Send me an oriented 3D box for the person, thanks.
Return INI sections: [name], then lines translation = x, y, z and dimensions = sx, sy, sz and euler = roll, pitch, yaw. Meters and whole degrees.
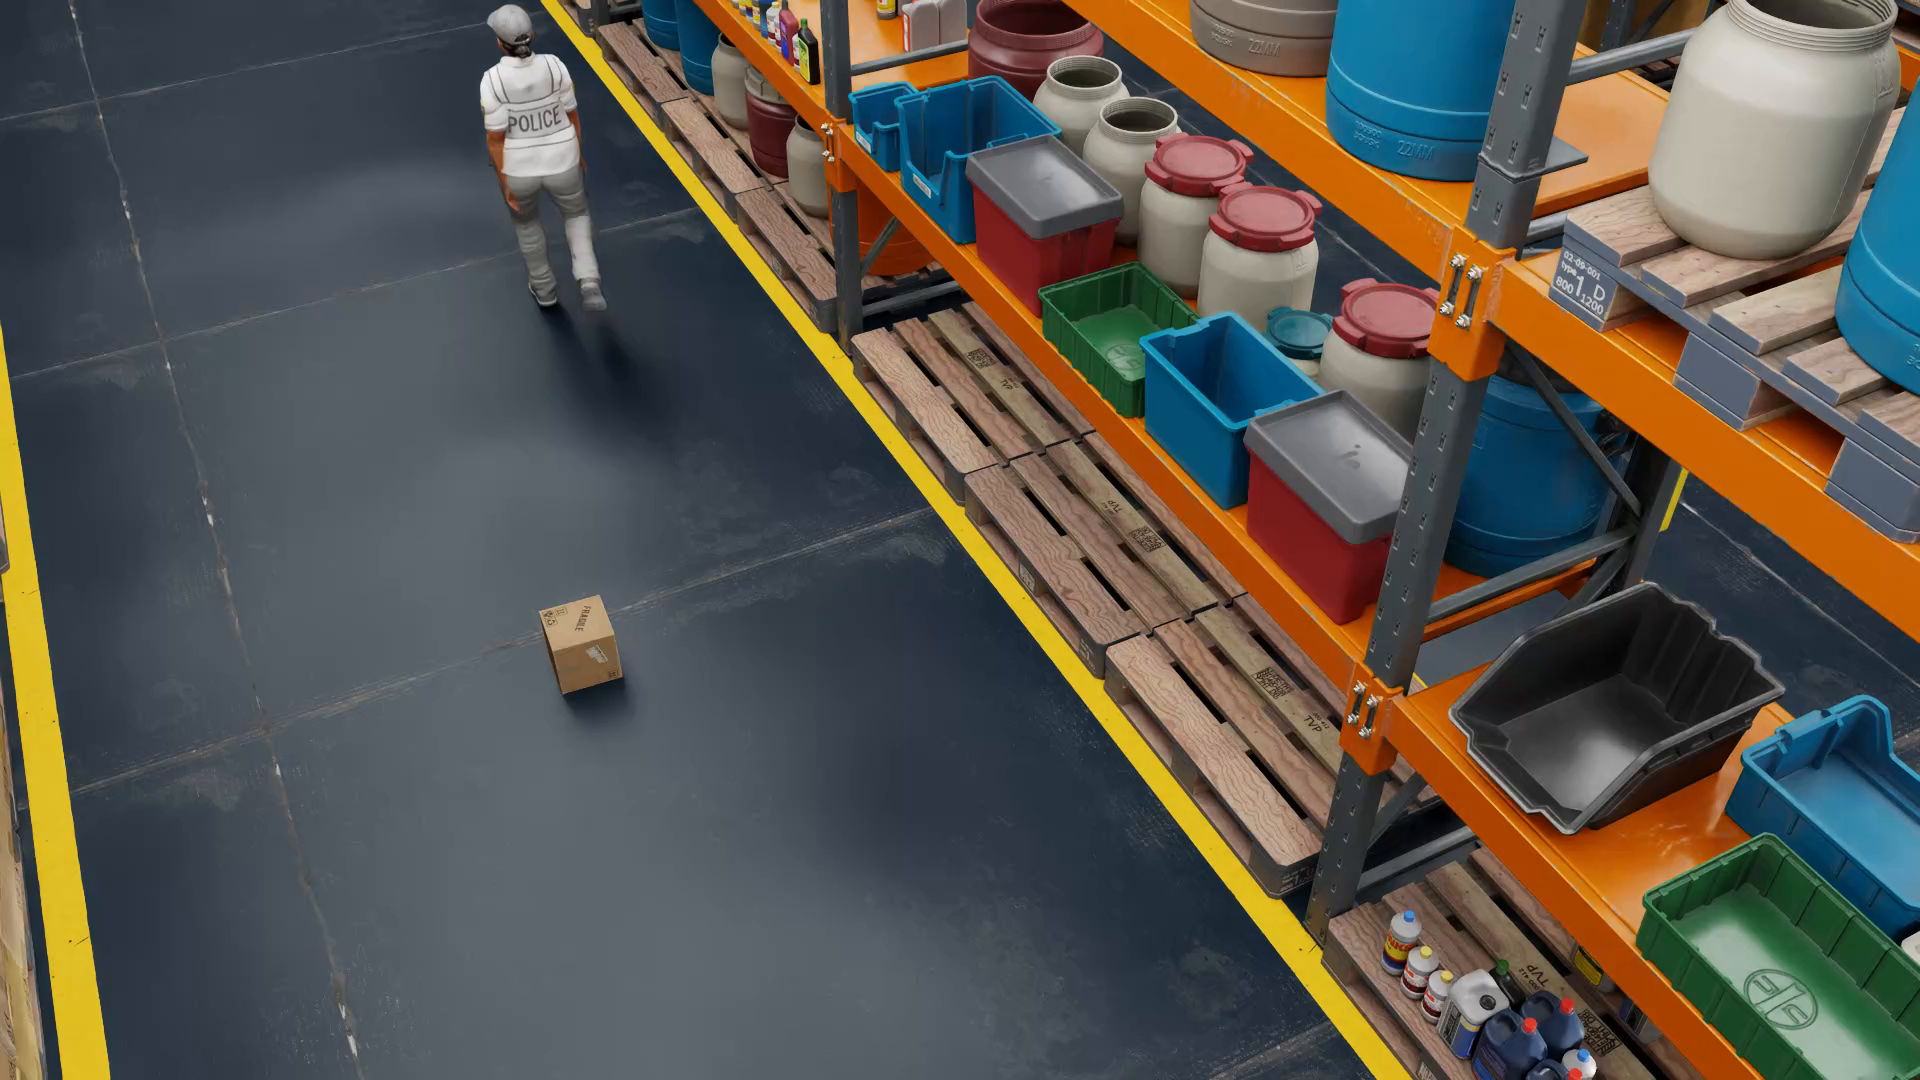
[person]
translation = -2.075, -1.839, 8.209
dimensions = 0.477, 1.640, 0.650
euler = -15, 44, -16
